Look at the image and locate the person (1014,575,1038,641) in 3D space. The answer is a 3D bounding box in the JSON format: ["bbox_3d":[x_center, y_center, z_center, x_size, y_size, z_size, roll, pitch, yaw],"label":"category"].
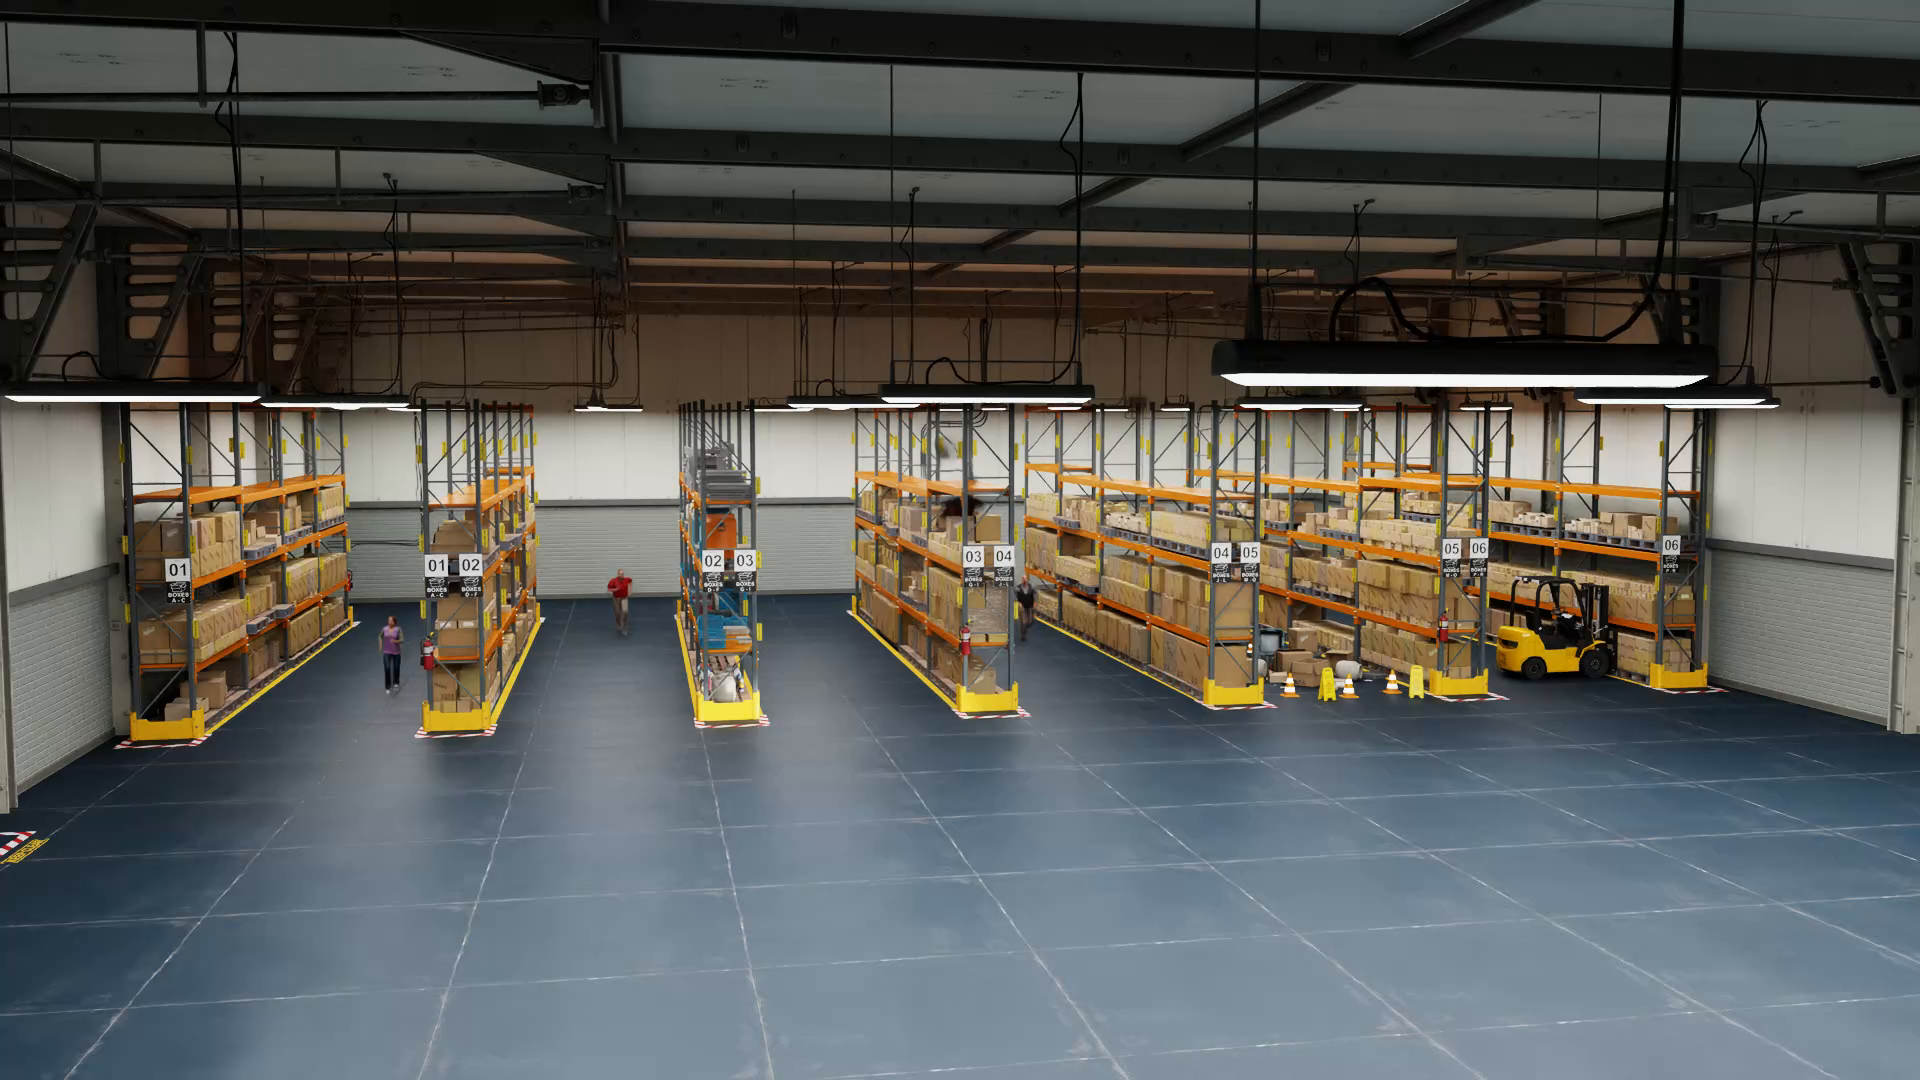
[{"bbox_3d":[1.658,1.715,42.048,0.675,1.686,0.626,0,4,-7],"label":"person"}]

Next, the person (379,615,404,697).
[{"bbox_3d":[-11.616,2.358,33.993,0.509,1.644,0.728,-1,4,-16],"label":"person"}]

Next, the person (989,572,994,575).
[{"bbox_3d":[1.140,1.214,48.956,0.616,1.748,0.791,1,4,16],"label":"person"}]

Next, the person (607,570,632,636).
[{"bbox_3d":[-8.866,1.624,43.376,0.653,1.750,0.978,-1,4,-14],"label":"person"}]
